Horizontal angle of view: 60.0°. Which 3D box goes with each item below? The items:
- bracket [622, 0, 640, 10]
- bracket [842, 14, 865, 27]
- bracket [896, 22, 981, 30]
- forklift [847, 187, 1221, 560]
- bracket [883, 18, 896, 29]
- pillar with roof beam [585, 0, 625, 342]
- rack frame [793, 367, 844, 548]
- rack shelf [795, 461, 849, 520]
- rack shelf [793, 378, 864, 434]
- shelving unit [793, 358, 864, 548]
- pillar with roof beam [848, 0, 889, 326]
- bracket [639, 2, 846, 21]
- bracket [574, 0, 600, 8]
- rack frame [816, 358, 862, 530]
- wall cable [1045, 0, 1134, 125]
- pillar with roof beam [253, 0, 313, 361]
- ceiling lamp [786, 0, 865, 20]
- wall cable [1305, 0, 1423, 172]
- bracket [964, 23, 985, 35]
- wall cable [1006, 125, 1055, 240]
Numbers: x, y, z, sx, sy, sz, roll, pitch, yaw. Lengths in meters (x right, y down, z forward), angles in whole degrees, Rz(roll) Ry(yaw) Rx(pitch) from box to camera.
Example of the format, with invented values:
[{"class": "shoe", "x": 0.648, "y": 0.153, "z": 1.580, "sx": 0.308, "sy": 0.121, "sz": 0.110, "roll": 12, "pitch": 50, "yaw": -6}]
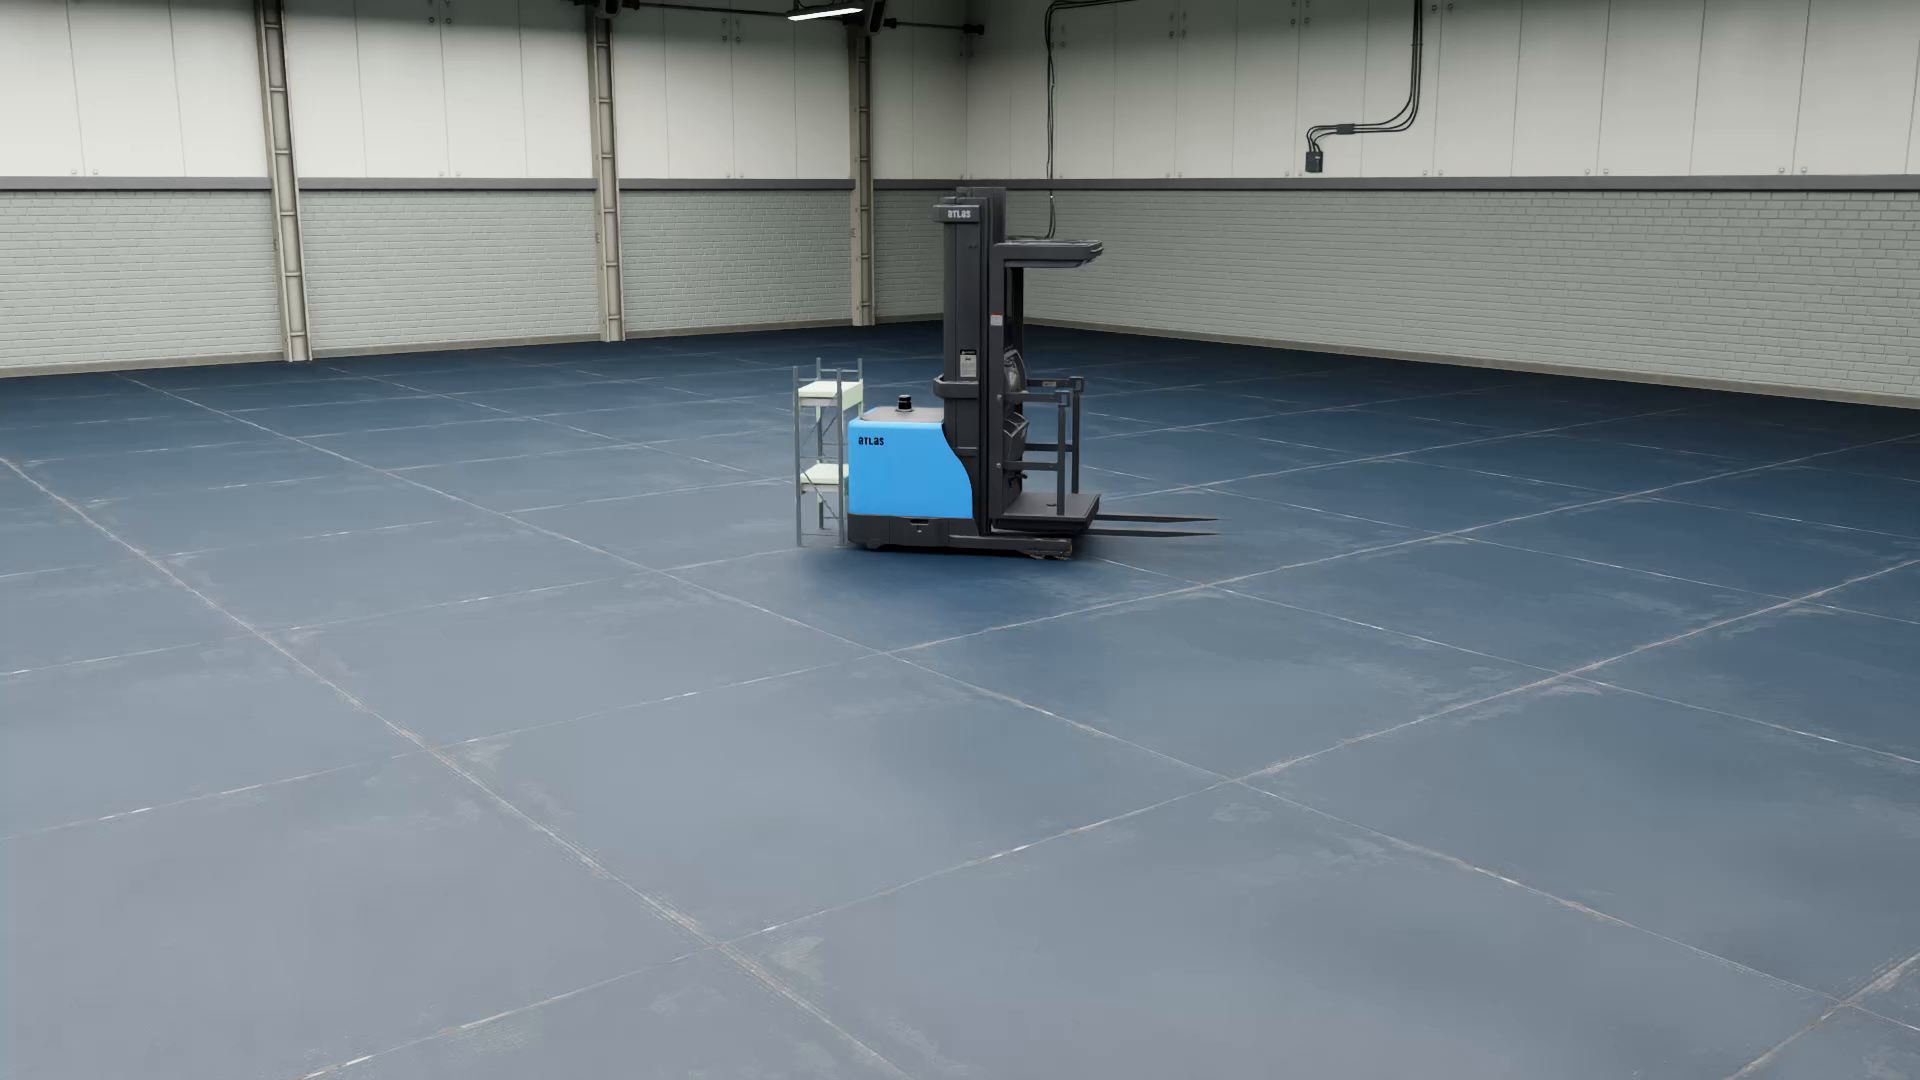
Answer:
[{"class": "bracket", "x": -6.238, "y": -10.055, "z": 31.151, "sx": 0.430, "sy": 0.232, "sz": 0.235, "roll": -9, "pitch": 15, "yaw": -38}, {"class": "bracket", "x": -2.201, "y": -10.726, "z": 34.310, "sx": 0.430, "sy": 0.232, "sz": 0.235, "roll": -9, "pitch": 15, "yaw": -38}, {"class": "bracket", "x": -0.164, "y": -11.064, "z": 35.905, "sx": 3.189, "sy": 0.066, "sz": 0.076, "roll": -9, "pitch": 15, "yaw": -38}, {"class": "forklift", "x": 0.637, "y": -1.393, "z": 13.631, "sx": 3.031, "sy": 2.935, "sz": 1.130, "roll": 2, "pitch": 12, "yaw": 10}, {"class": "bracket", "x": -1.553, "y": -10.834, "z": 34.818, "sx": 0.430, "sy": 0.232, "sz": 0.235, "roll": -9, "pitch": 15, "yaw": -38}, {"class": "pillar with roof beam", "x": -4.095, "y": -7.600, "z": 28.254, "sx": 0.548, "sy": 9.000, "sz": 9.100, "roll": -9, "pitch": 15, "yaw": -38}, {"class": "rack frame", "x": -1.161, "y": -0.673, "z": 13.687, "sx": 0.400, "sy": 1.500, "sz": 0.023, "roll": 2, "pitch": 12, "yaw": 10}, {"class": "rack shelf", "x": -1.098, "y": -0.429, "z": 14.107, "sx": 0.431, "sy": 0.370, "sz": 0.720, "roll": 2, "pitch": 12, "yaw": 10}, {"class": "rack shelf", "x": -1.098, "y": -1.129, "z": 13.958, "sx": 0.431, "sy": 0.370, "sz": 0.720, "roll": 2, "pitch": 12, "yaw": 10}, {"class": "shelving unit", "x": -1.098, "y": -0.748, "z": 14.039, "sx": 0.431, "sy": 1.500, "sz": 0.755, "roll": 2, "pitch": 12, "yaw": 10}, {"class": "pillar with roof beam", "x": 0.590, "y": -8.378, "z": 31.921, "sx": 0.548, "sy": 9.000, "sz": 9.100, "roll": -9, "pitch": 15, "yaw": -38}, {"class": "bracket", "x": -4.213, "y": -10.392, "z": 32.736, "sx": 4.783, "sy": 0.066, "sz": 0.076, "roll": -9, "pitch": 15, "yaw": -38}, {"class": "bracket", "x": -6.886, "y": -9.947, "z": 30.644, "sx": 0.430, "sy": 0.232, "sz": 0.235, "roll": -9, "pitch": 15, "yaw": -38}, {"class": "rack frame", "x": -1.034, "y": -0.823, "z": 14.392, "sx": 0.400, "sy": 1.500, "sz": 0.023, "roll": 2, "pitch": 12, "yaw": 10}, {"class": "wall cable", "x": 2.718, "y": -9.757, "z": 33.731, "sx": 0.112, "sy": 2.526, "sz": 3.097, "roll": -9, "pitch": 15, "yaw": -38}, {"class": "pillar with roof beam", "x": -8.780, "y": -6.821, "z": 24.588, "sx": 0.400, "sy": 9.000, "sz": 9.100, "roll": -9, "pitch": 15, "yaw": -38}, {"class": "ceiling lamp", "x": -2.149, "y": -10.660, "z": 28.614, "sx": 0.800, "sy": 3.185, "sz": 2.000, "roll": -9, "pitch": 15, "yaw": -38}, {"class": "wall cable", "x": 6.946, "y": -9.366, "z": 28.385, "sx": 0.169, "sy": 6.003, "sz": 2.305, "roll": -9, "pitch": 15, "yaw": -38}, {"class": "bracket", "x": 0.297, "y": -11.141, "z": 36.266, "sx": 0.430, "sy": 0.232, "sz": 0.235, "roll": -9, "pitch": 15, "yaw": -38}, {"class": "wall cable", "x": 1.028, "y": -7.725, "z": 36.322, "sx": 0.112, "sy": 2.526, "sz": 3.097, "roll": -9, "pitch": 15, "yaw": -38}]
